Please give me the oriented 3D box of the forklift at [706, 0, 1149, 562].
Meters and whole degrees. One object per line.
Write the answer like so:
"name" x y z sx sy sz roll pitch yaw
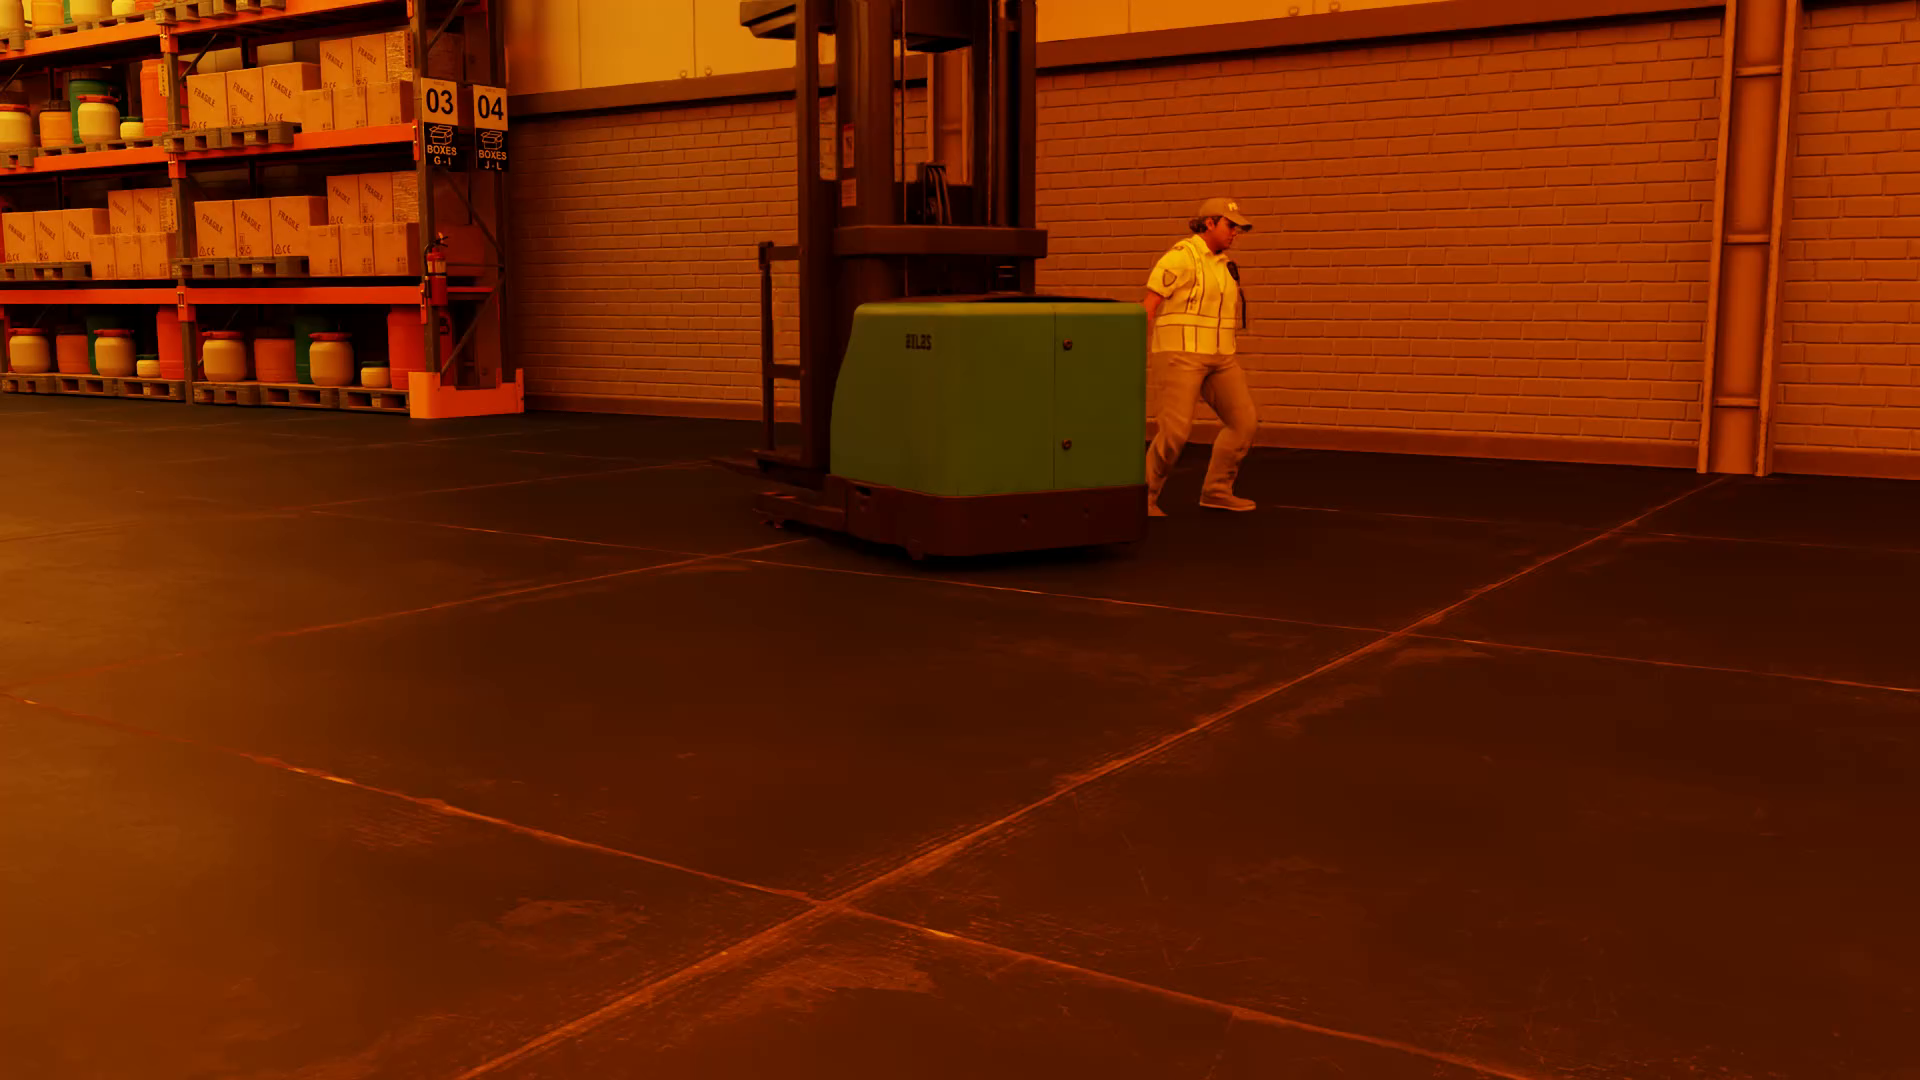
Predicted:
"forklift" -0.368 -1.529 7.948 1.130 2.935 3.031 -5 9 -30

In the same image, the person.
"person" 1.165 -0.902 8.459 0.817 1.652 0.498 -6 10 -36
